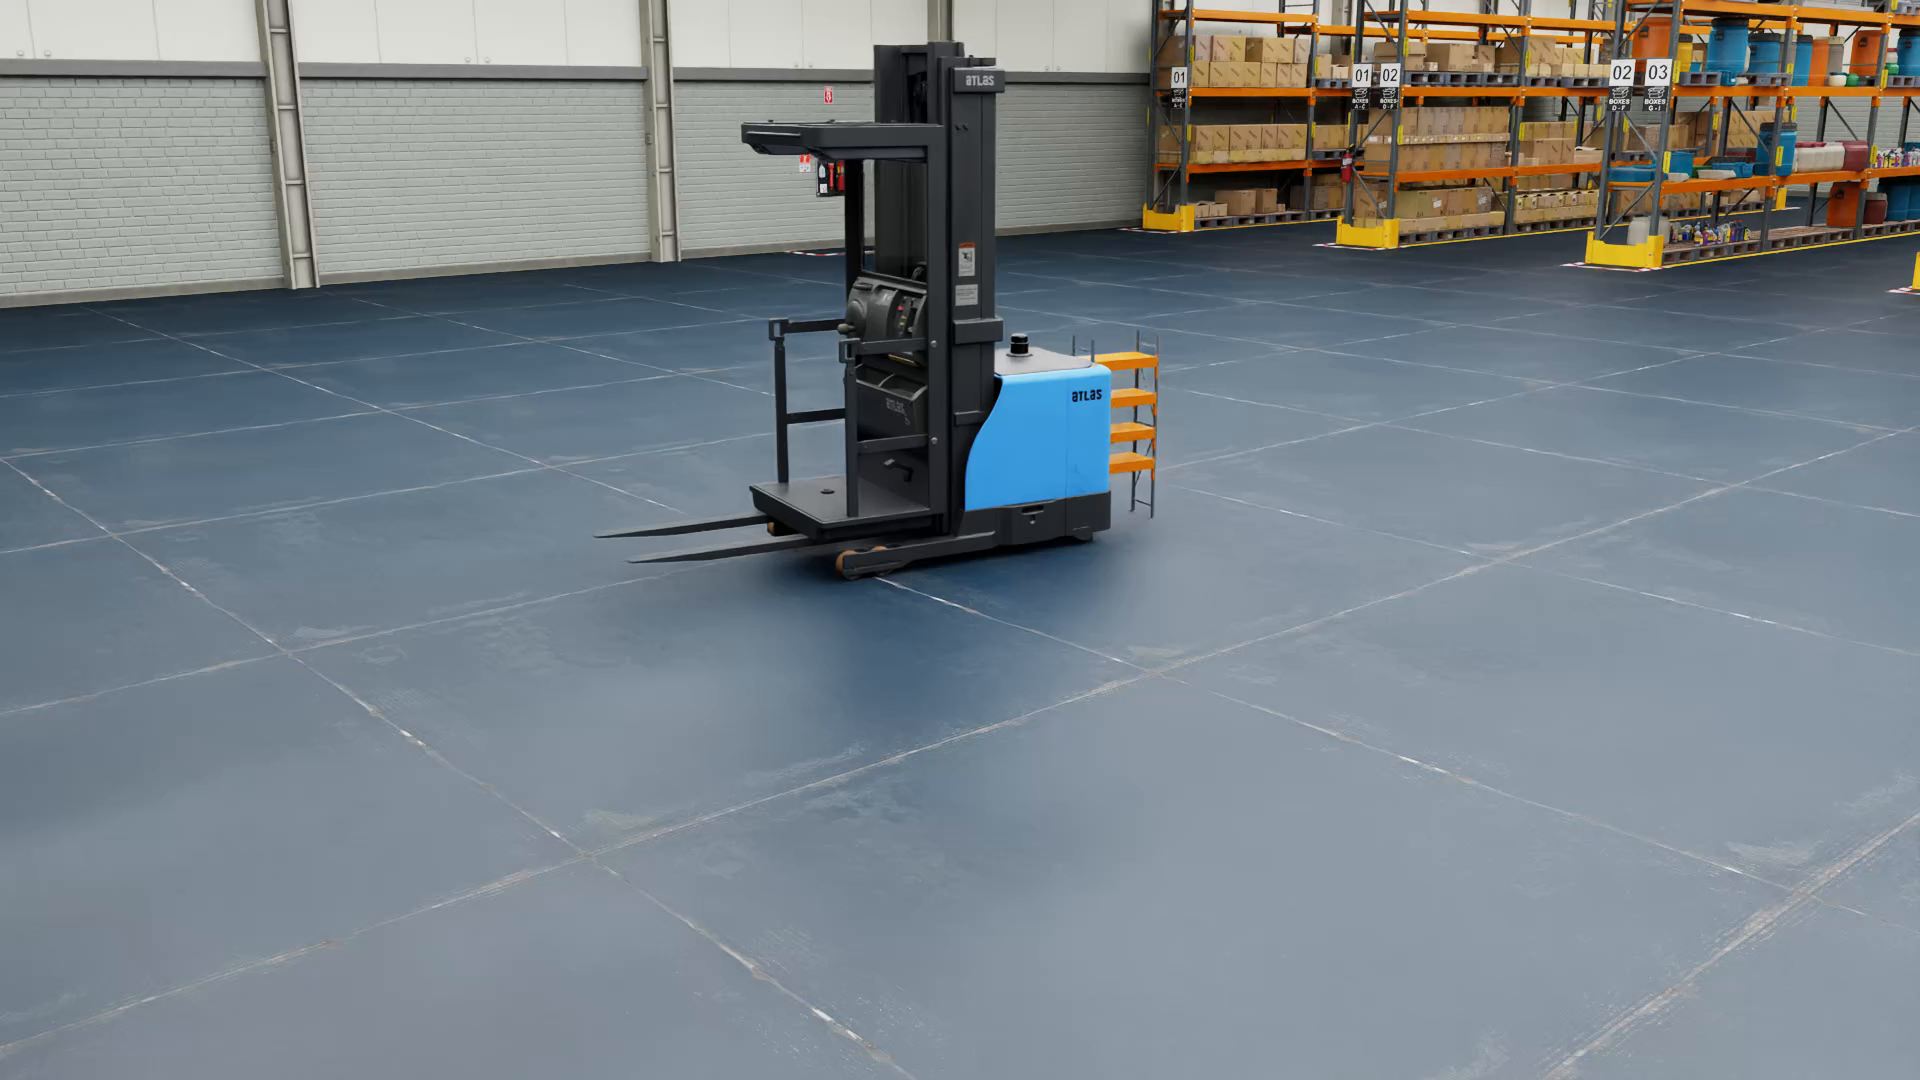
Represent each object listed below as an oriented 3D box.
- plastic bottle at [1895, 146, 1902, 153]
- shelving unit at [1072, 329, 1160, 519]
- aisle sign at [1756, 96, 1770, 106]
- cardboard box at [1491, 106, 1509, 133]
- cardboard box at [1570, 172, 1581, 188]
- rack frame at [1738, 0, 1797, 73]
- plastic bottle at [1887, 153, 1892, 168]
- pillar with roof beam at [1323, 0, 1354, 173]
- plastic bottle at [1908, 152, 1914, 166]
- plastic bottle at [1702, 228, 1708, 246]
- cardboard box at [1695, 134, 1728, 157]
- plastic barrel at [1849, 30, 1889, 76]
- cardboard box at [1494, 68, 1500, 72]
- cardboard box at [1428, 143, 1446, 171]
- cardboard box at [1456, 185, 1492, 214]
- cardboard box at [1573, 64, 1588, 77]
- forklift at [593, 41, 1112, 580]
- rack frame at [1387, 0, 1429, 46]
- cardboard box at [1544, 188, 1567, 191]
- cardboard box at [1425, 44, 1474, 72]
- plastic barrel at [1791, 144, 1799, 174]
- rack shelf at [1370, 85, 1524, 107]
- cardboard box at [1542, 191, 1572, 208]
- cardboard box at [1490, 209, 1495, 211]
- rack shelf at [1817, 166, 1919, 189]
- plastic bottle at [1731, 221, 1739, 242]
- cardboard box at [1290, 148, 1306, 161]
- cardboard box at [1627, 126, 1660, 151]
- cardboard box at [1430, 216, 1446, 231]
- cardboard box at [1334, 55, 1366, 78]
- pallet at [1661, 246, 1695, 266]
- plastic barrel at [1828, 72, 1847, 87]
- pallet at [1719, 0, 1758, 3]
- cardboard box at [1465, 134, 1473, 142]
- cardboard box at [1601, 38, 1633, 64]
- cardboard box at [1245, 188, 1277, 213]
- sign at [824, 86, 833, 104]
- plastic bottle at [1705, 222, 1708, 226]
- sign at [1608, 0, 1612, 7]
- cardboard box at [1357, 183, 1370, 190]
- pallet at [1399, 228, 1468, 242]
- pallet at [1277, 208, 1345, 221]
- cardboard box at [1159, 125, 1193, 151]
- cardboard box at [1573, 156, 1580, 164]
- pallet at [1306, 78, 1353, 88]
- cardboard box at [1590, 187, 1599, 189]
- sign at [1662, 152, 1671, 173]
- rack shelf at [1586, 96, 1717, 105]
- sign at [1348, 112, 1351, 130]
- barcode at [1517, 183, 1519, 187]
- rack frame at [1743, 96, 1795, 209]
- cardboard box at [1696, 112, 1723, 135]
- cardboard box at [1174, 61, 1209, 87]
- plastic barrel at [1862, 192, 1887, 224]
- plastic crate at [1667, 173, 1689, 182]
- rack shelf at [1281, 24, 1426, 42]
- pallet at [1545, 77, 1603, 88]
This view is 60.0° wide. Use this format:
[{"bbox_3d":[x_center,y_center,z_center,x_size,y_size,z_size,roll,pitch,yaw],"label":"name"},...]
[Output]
[{"bbox_3d":[19.264,-7.900,34.109,0.185,0.351,0.144,-13,19,-39],"label":"plastic bottle"},{"bbox_3d":[0.980,-0.714,10.597,0.503,1.200,0.258,-8,17,-28],"label":"shelving unit"},{"bbox_3d":[19.400,-10.895,40.187,0.004,0.787,0.394,-13,19,-39],"label":"aisle sign"},{"bbox_3d":[10.158,-8.136,32.188,0.500,0.500,0.700,-13,19,-39],"label":"cardboard box"},{"bbox_3d":[15.825,-9.391,43.624,0.500,0.500,0.700,-13,19,-39],"label":"cardboard box"},{"bbox_3d":[13.738,-9.470,28.268,0.127,3.000,1.000,-13,19,-39],"label":"rack frame"},{"bbox_3d":[17.948,-7.335,32.124,0.133,0.283,0.061,-13,19,-39],"label":"plastic bottle"},{"bbox_3d":[11.529,-11.187,34.693,0.400,9.000,9.100,-13,19,-39],"label":"pillar with roof beam"},{"bbox_3d":[18.755,-7.528,32.862,0.135,0.276,0.152,-13,19,-39],"label":"plastic bottle"},{"bbox_3d":[12.475,-5.076,27.852,0.133,0.283,0.061,-12,19,-38],"label":"plastic bottle"},{"bbox_3d":[17.087,-8.974,37.840,0.500,0.500,0.500,-12,19,-38],"label":"cardboard box"},{"bbox_3d":[17.185,-9.205,31.440,0.708,0.830,0.600,-13,19,-39],"label":"plastic barrel"},{"bbox_3d":[13.632,-11.646,41.506,0.500,0.250,0.500,-12,19,-39],"label":"cardboard box"},{"bbox_3d":[8.603,-7.157,31.039,0.500,0.500,0.700,-12,19,-39],"label":"cardboard box"},{"bbox_3d":[9.898,-6.570,32.096,0.500,0.500,0.500,-13,19,-39],"label":"cardboard box"},{"bbox_3d":[12.379,-9.519,33.740,0.500,0.250,0.500,-13,20,-40],"label":"cardboard box"},{"bbox_3d":[-0.612,-1.346,9.609,3.031,2.935,1.130,-8,17,-28],"label":"forklift"},{"bbox_3d":[10.252,-12.077,38.025,0.127,3.000,1.000,-13,19,-39],"label":"rack frame"},{"bbox_3d":[12.528,-7.238,34.962,0.500,0.311,0.500,-13,20,-41],"label":"cardboard box"},{"bbox_3d":[9.164,-9.052,31.229,0.637,0.503,0.797,-10,18,-33],"label":"cardboard box"},{"bbox_3d":[14.603,-6.757,29.471,0.433,0.535,0.433,0,15,0],"label":"plastic barrel"},{"bbox_3d":[8.980,-8.300,31.092,4.000,0.370,1.077,-13,19,-39],"label":"rack shelf"},{"bbox_3d":[12.123,-6.965,33.939,0.500,0.311,0.500,-12,19,-38],"label":"cardboard box"},{"bbox_3d":[10.612,-6.538,33.429,0.500,0.250,0.500,-13,20,-40],"label":"cardboard box"},{"bbox_3d":[18.264,-7.241,32.940,4.000,0.370,1.077,-13,19,-39],"label":"rack shelf"},{"bbox_3d":[13.296,-5.307,28.587,0.185,0.351,0.144,-14,20,-42],"label":"plastic bottle"},{"bbox_3d":[7.076,-8.299,35.758,0.500,0.250,0.500,-13,19,-39],"label":"cardboard box"},{"bbox_3d":[14.723,-8.712,36.046,0.500,0.500,0.700,-9,17,-29],"label":"cardboard box"},{"bbox_3d":[8.774,-5.951,31.233,0.500,0.250,0.500,-13,19,-39],"label":"cardboard box"},{"bbox_3d":[8.630,-10.487,36.879,0.500,0.500,0.500,-14,20,-41],"label":"cardboard box"},{"bbox_3d":[11.363,-4.706,27.459,1.213,0.211,1.003,-13,19,-39],"label":"pallet"},{"bbox_3d":[15.949,-8.371,30.233,0.301,0.262,0.301,0,15,0],"label":"plastic barrel"},{"bbox_3d":[12.213,-8.833,27.023,1.213,0.211,1.003,-13,19,-39],"label":"pallet"},{"bbox_3d":[9.466,-7.596,31.425,0.250,0.149,0.380,-12,19,-38],"label":"cardboard box"},{"bbox_3d":[13.840,-10.268,34.934,0.500,0.500,0.500,-13,19,-39],"label":"cardboard box"},{"bbox_3d":[6.478,-7.322,35.841,0.500,0.500,0.500,14,21,43],"label":"cardboard box"},{"bbox_3d":[-2.310,-7.821,29.224,0.199,0.298,0.001,-13,19,-39],"label":"sign"},{"bbox_3d":[13.054,-5.423,29.151,0.133,0.283,0.061,-13,19,-39],"label":"plastic bottle"},{"bbox_3d":[16.632,-13.814,42.563,0.005,0.325,0.100,-13,19,-39],"label":"sign"},{"bbox_3d":[8.922,-7.897,37.993,0.500,0.500,0.700,-13,20,-40],"label":"cardboard box"},{"bbox_3d":[8.941,-5.856,31.762,1.213,0.211,1.003,-13,19,-39],"label":"pallet"},{"bbox_3d":[7.821,-7.286,37.117,1.213,0.211,1.003,-13,19,-39],"label":"pallet"},{"bbox_3d":[4.433,-8.244,34.099,0.500,0.500,0.500,-13,20,-40],"label":"cardboard box"},{"bbox_3d":[12.581,-7.866,34.374,0.250,0.149,0.380,-11,18,-35],"label":"cardboard box"},{"bbox_3d":[7.770,-9.943,36.213,1.003,0.211,1.213,-13,19,-39],"label":"pallet"},{"bbox_3d":[14.058,-7.424,36.221,0.500,0.500,0.500,-12,19,-37],"label":"cardboard box"},{"bbox_3d":[11.078,-5.920,26.066,0.005,0.325,0.100,-13,19,-39],"label":"sign"},{"bbox_3d":[15.015,-9.655,36.165,4.000,0.370,1.077,-13,19,-39],"label":"rack shelf"},{"bbox_3d":[7.126,-7.641,30.342,0.005,0.325,0.100,-13,19,-39],"label":"sign"},{"bbox_3d":[10.955,-6.968,32.655,0.075,0.075,0.001,-13,19,-39],"label":"barcode"},{"bbox_3d":[19.542,-9.570,40.265,0.127,3.000,1.000,-13,19,-39],"label":"rack frame"},{"bbox_3d":[17.064,-9.449,37.680,0.500,0.500,0.500,-12,19,-38],"label":"cardboard box"},{"bbox_3d":[4.633,-9.338,33.353,0.500,0.500,0.500,-12,19,-38],"label":"cardboard box"},{"bbox_3d":[17.965,-6.565,32.874,0.708,0.588,0.600,-13,19,-39],"label":"plastic barrel"},{"bbox_3d":[11.607,-5.856,26.872,0.250,0.136,0.298,-13,19,-39],"label":"plastic crate"},{"bbox_3d":[8.743,-11.197,36.901,4.000,0.370,1.077,-13,19,-39],"label":"rack shelf"},{"bbox_3d":[12.212,-9.250,33.621,1.213,0.211,1.003,-12,19,-37],"label":"pallet"}]
